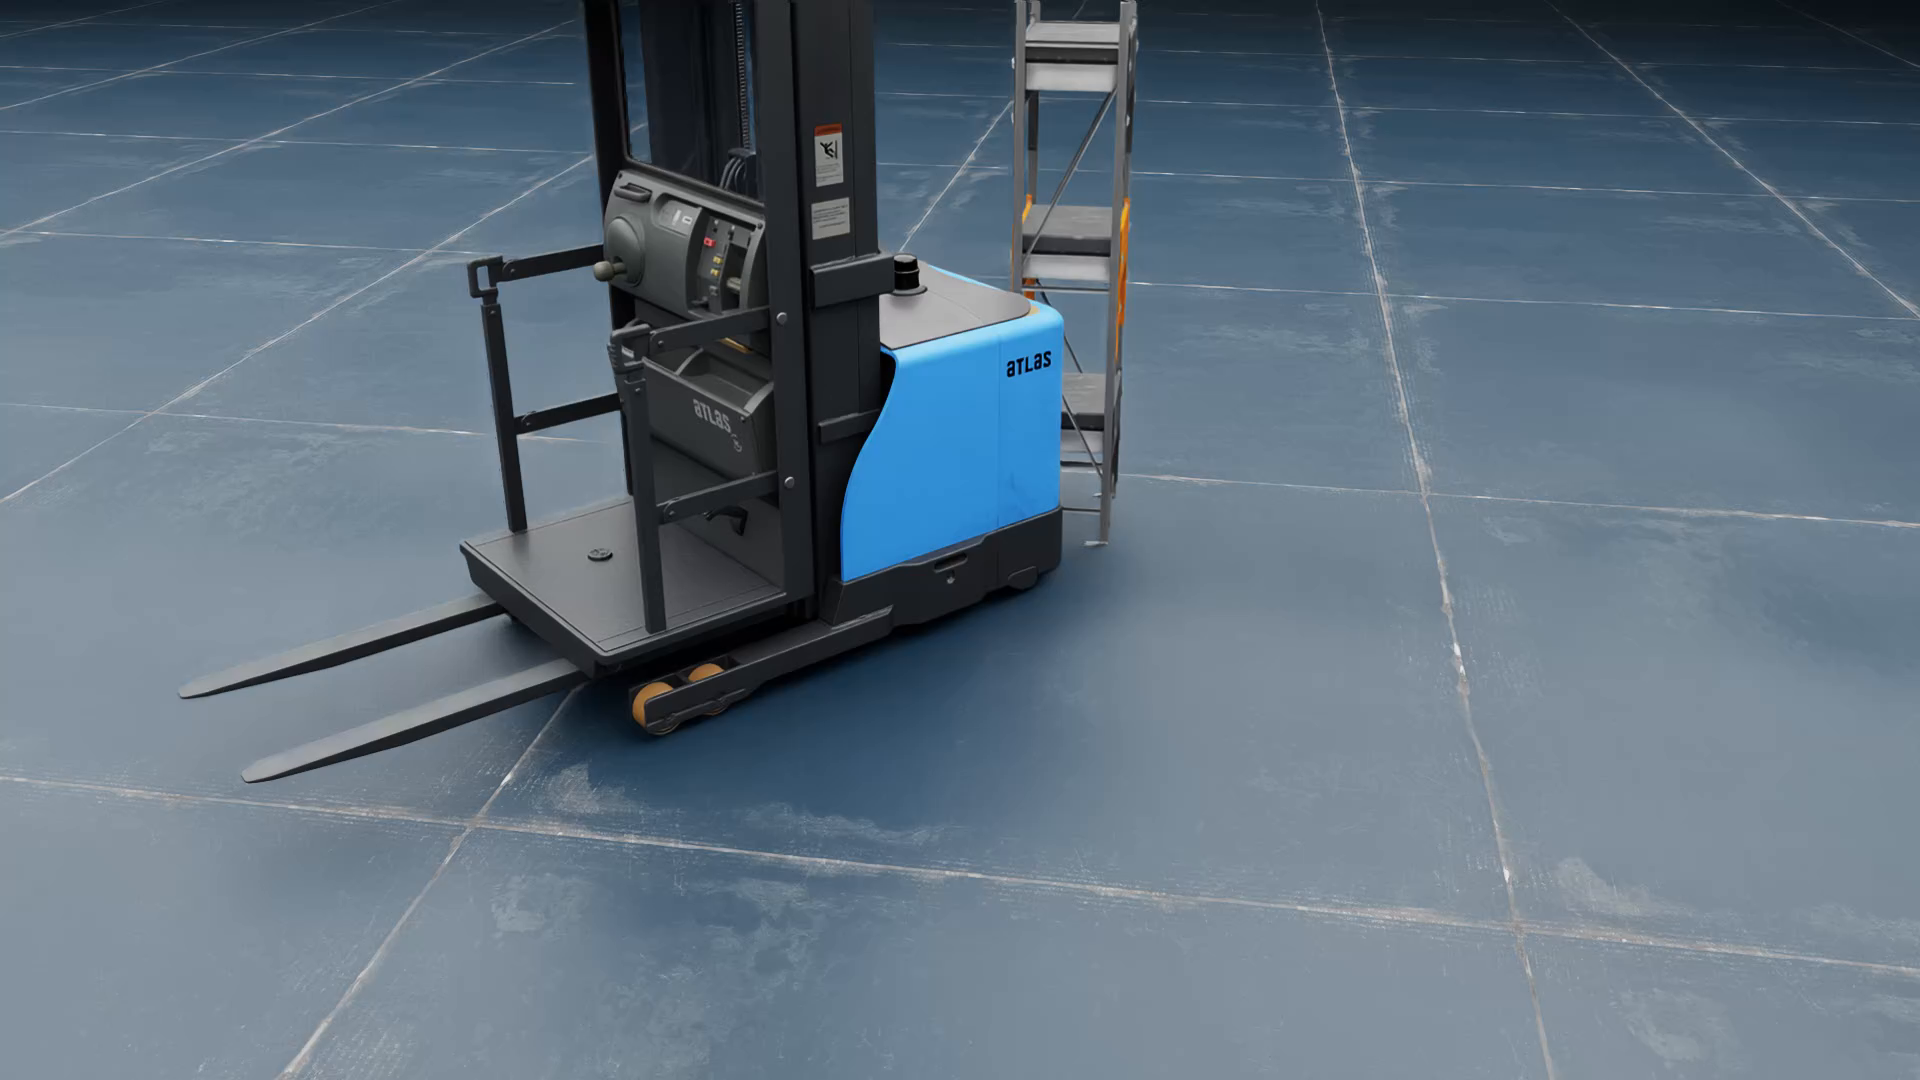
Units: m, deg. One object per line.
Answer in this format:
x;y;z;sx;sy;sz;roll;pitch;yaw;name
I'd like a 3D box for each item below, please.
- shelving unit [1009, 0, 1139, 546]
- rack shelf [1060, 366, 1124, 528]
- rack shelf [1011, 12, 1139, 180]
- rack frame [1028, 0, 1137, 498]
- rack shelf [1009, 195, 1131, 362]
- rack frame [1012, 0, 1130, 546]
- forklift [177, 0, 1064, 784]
0.434;-1.043;6.502;0.431;2.100;0.503;4;25;8;shelving unit
0.434;-0.397;6.804;0.431;0.518;0.480;4;25;8;rack shelf
0.434;-1.665;6.211;0.431;0.518;0.480;4;25;8;rack shelf
0.470;-1.145;6.720;0.400;2.100;0.015;4;25;8;rack frame
0.434;-1.031;6.508;0.431;0.518;0.480;4;25;8;rack shelf
0.397;-0.941;6.283;0.400;2.100;0.015;4;25;8;rack frame
-1.072;-0.948;5.317;3.031;2.935;1.130;-19;31;-35;forklift
